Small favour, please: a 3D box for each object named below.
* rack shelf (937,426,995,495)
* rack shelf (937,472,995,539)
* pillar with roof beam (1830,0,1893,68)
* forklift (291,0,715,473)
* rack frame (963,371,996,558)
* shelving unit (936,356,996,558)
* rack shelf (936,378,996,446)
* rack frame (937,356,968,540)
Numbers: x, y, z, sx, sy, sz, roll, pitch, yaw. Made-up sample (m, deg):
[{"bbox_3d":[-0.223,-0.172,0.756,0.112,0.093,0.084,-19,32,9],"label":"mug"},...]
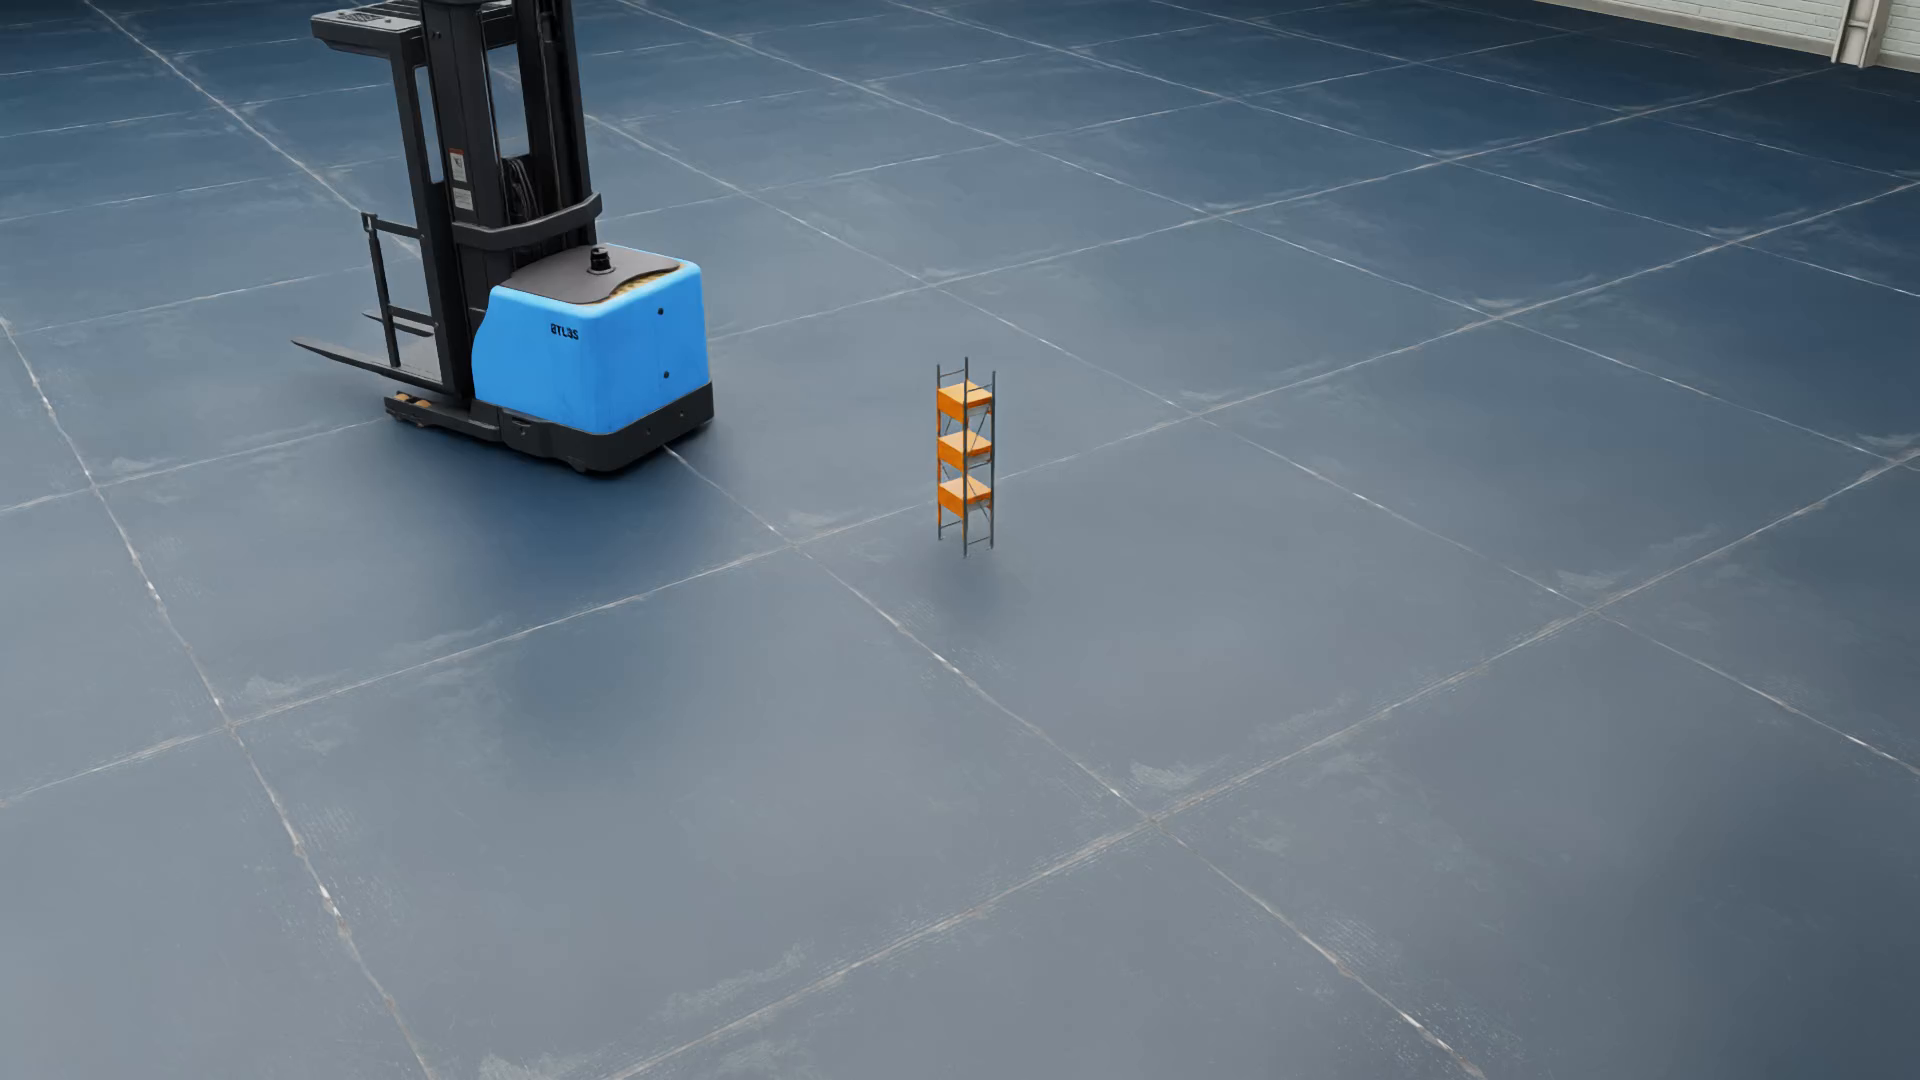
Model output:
[{"bbox_3d":[0.031,-0.431,8.966,0.215,0.259,0.240,-19,34,-31],"label":"rack shelf"},{"bbox_3d":[0.031,-0.187,9.099,0.215,0.259,0.240,-19,34,-31],"label":"rack shelf"},{"bbox_3d":[7.019,-8.381,15.252,9.100,9.000,0.400,-19,34,-31],"label":"pillar with roof beam"},{"bbox_3d":[-3.082,-2.204,10.237,3.031,2.935,1.130,17,33,28],"label":"forklift"},{"bbox_3d":[0.102,-0.393,8.874,0.200,1.050,0.008,-19,34,-31],"label":"rack frame"},{"bbox_3d":[0.031,-0.441,8.961,0.215,1.050,0.252,-19,34,-31],"label":"shelving unit"},{"bbox_3d":[0.031,-0.681,8.831,0.215,0.259,0.240,-19,34,-31],"label":"rack shelf"},{"bbox_3d":[-0.040,-0.488,9.048,0.200,1.050,0.008,-19,34,-31],"label":"rack frame"}]
